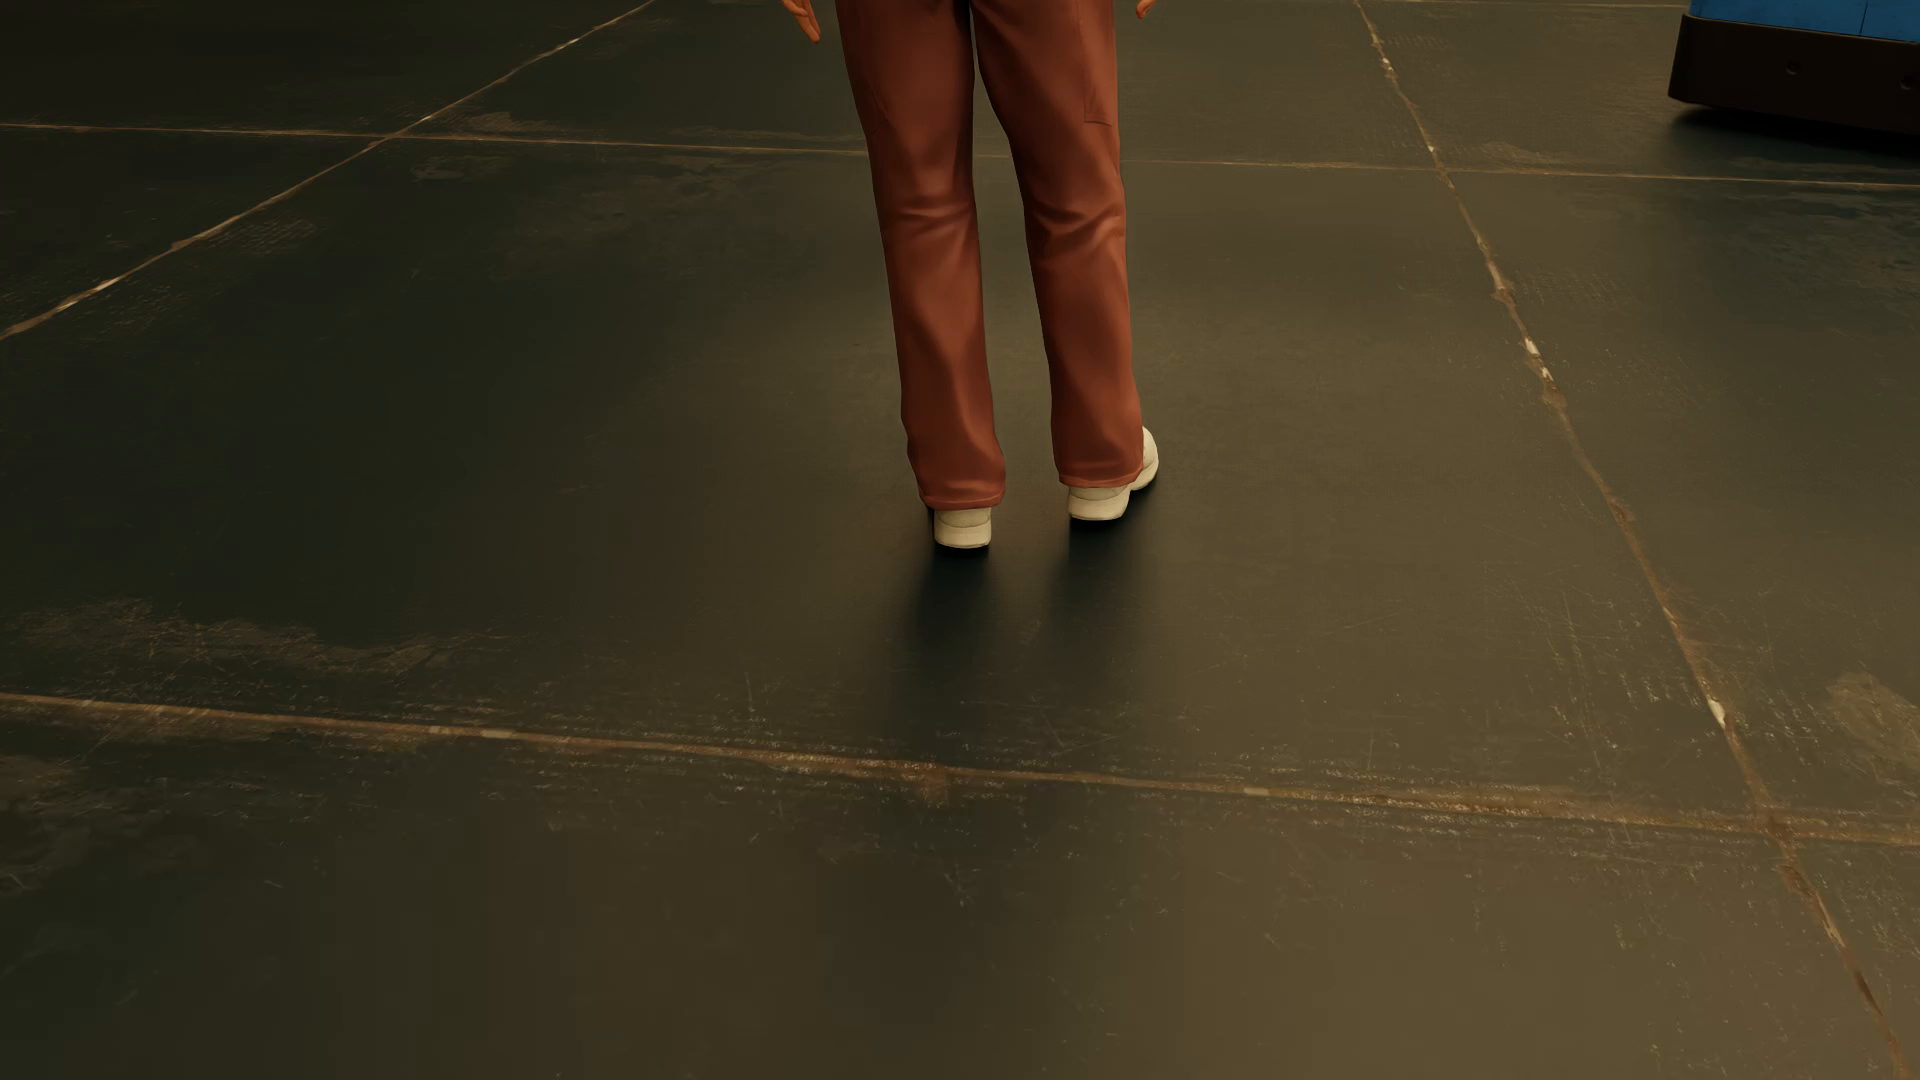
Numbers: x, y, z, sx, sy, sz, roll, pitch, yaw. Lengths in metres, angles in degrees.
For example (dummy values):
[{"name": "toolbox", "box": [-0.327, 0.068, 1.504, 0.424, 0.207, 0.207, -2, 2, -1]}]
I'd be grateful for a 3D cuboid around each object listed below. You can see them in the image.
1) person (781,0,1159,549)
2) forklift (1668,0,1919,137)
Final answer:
[{"name": "person", "box": [0.022, -0.789, 2.187, 0.553, 1.673, 0.548, 3, 27, 7]}, {"name": "forklift", "box": [3.531, -2.899, 5.029, 1.130, 2.935, 3.031, 24, 35, 39]}]
